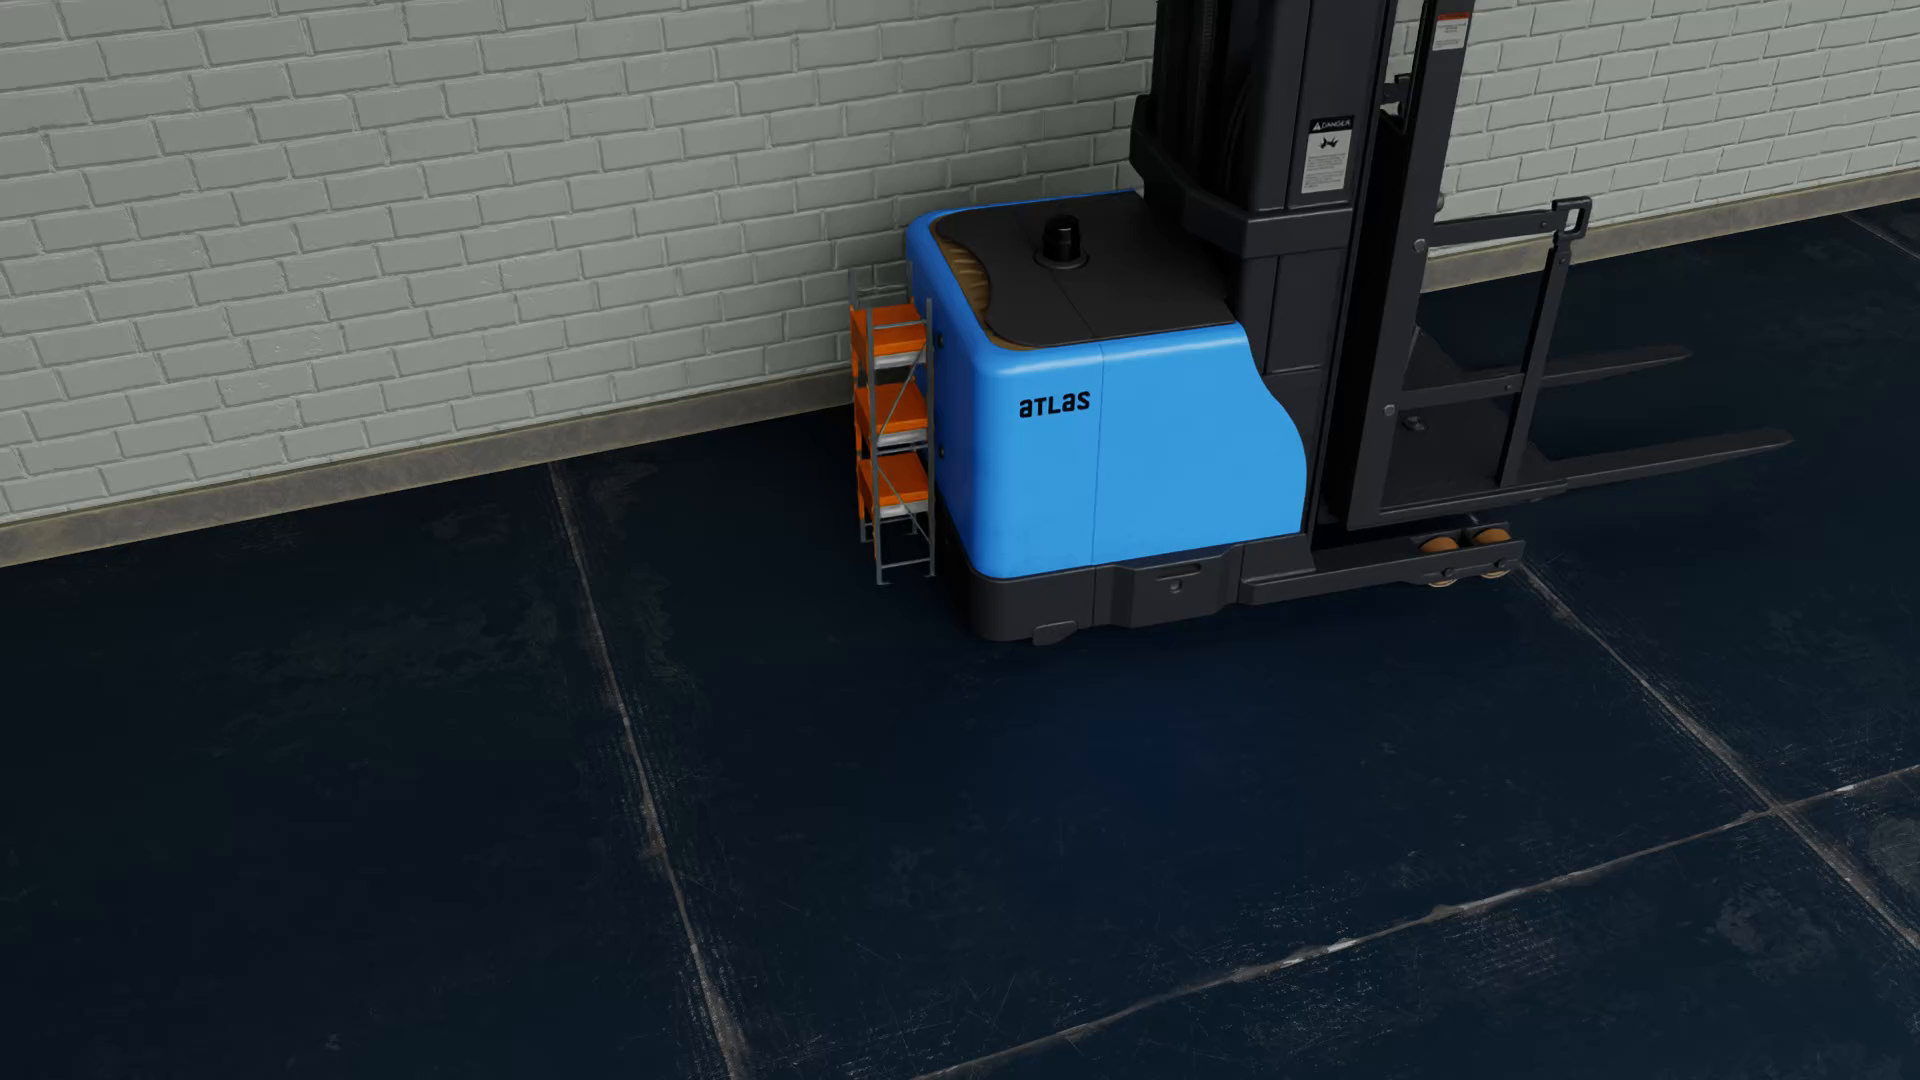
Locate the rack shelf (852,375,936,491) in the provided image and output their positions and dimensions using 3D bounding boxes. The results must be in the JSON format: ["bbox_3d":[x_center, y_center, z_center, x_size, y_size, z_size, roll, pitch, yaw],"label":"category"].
[{"bbox_3d":[-0.213,-0.347,5.356,0.215,0.259,0.240,-9,38,-12],"label":"rack shelf"}]

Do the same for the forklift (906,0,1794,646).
[{"bbox_3d":[1.387,-1.313,5.057,3.031,2.935,1.130,-9,38,-11],"label":"forklift"}]

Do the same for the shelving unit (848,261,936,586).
[{"bbox_3d":[-0.213,-0.356,5.349,0.215,1.050,0.252,-9,38,-12],"label":"shelving unit"}]

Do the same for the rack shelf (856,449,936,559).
[{"bbox_3d":[-0.213,-0.125,5.523,0.215,0.259,0.240,-9,38,-12],"label":"rack shelf"}]

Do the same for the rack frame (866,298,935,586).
[{"bbox_3d":[-0.181,-0.285,5.255,0.200,1.050,0.008,-9,38,-12],"label":"rack frame"}]

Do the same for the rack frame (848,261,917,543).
[{"bbox_3d":[-0.245,-0.426,5.443,0.200,1.050,0.008,-9,38,-12],"label":"rack frame"}]

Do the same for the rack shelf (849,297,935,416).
[{"bbox_3d":[-0.213,-0.574,5.185,0.215,0.259,0.240,-9,38,-12],"label":"rack shelf"}]
